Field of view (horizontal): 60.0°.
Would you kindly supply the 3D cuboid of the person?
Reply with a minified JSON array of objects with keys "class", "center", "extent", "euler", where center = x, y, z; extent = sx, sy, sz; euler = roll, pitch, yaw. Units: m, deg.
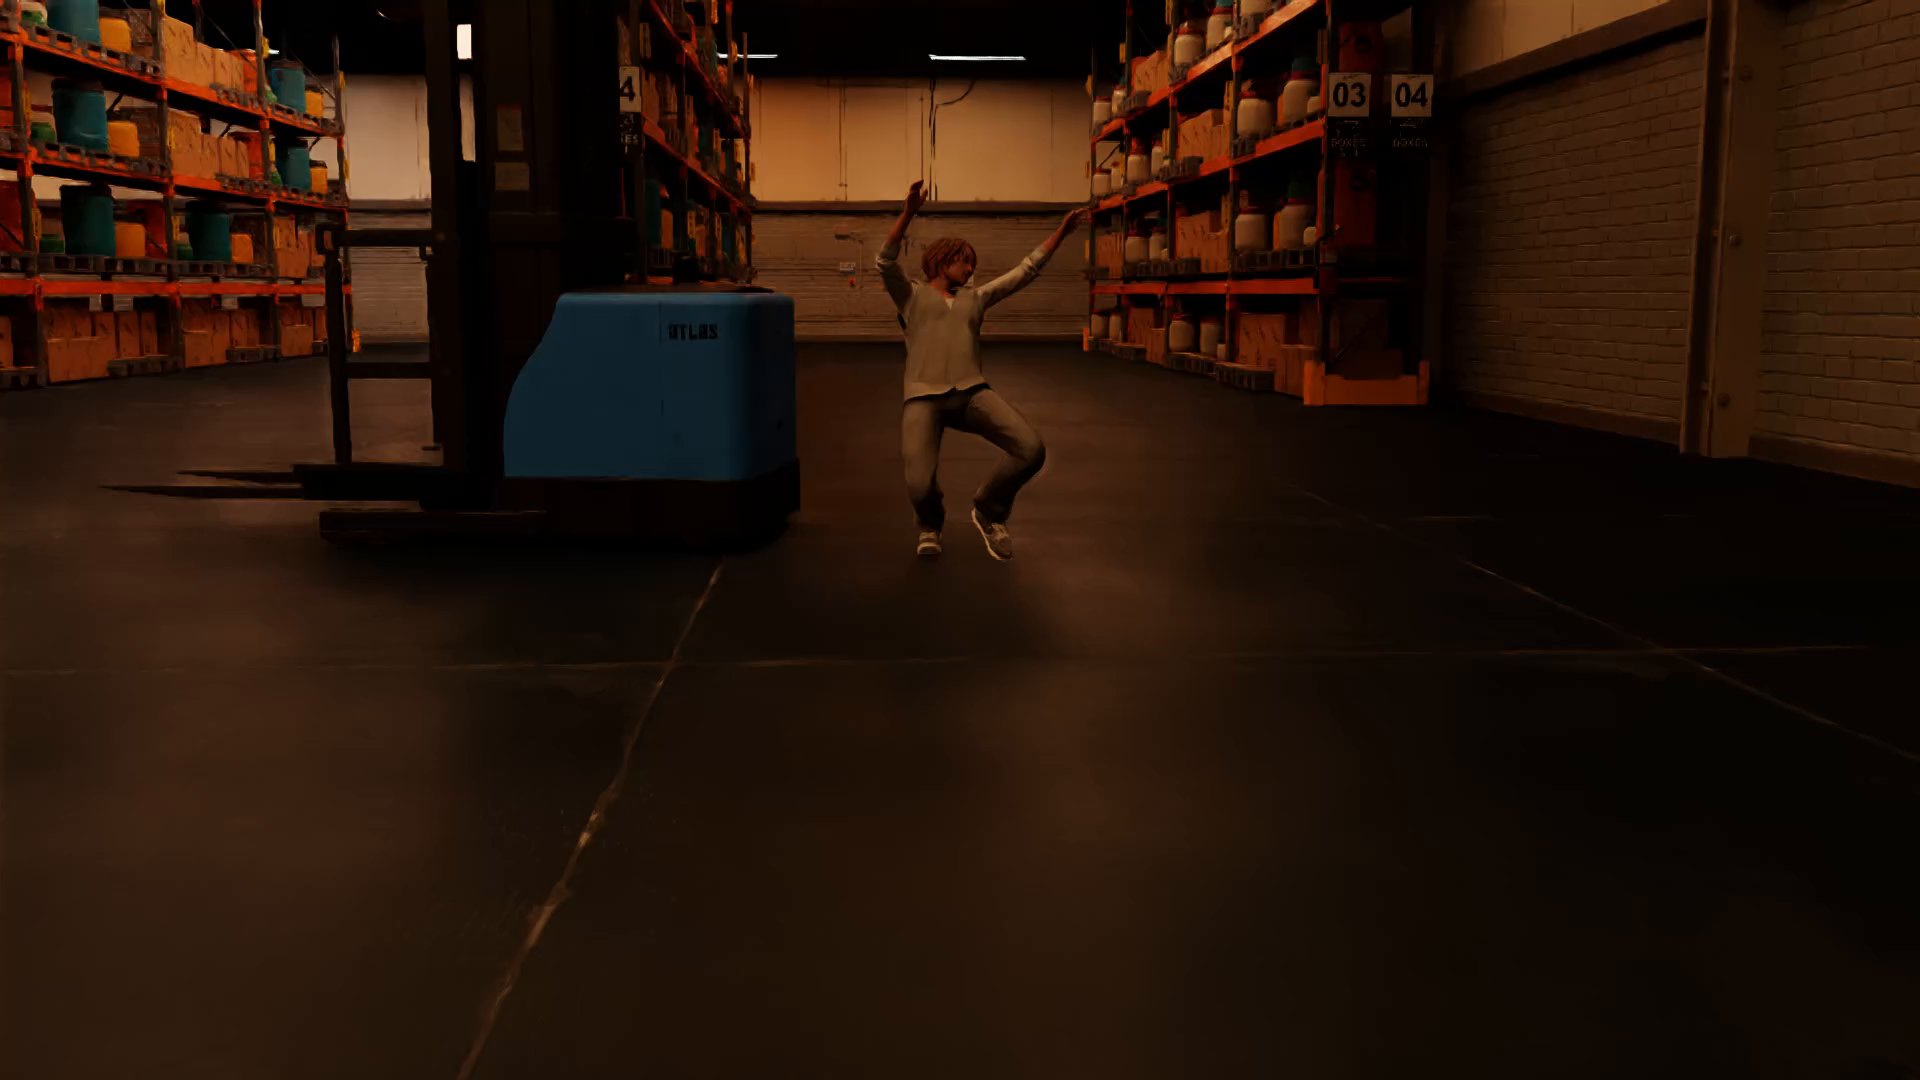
[{"class":"person","center":[0.100,-0.665,6.680],"extent":[0.897,1.507,0.701],"euler":[-2,9,-13]}]

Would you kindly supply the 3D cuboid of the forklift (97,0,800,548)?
[{"class":"forklift","center":[-2.309,-1.493,7.385],"extent":[3.031,2.935,1.130],"euler":[1,8,6]}]
